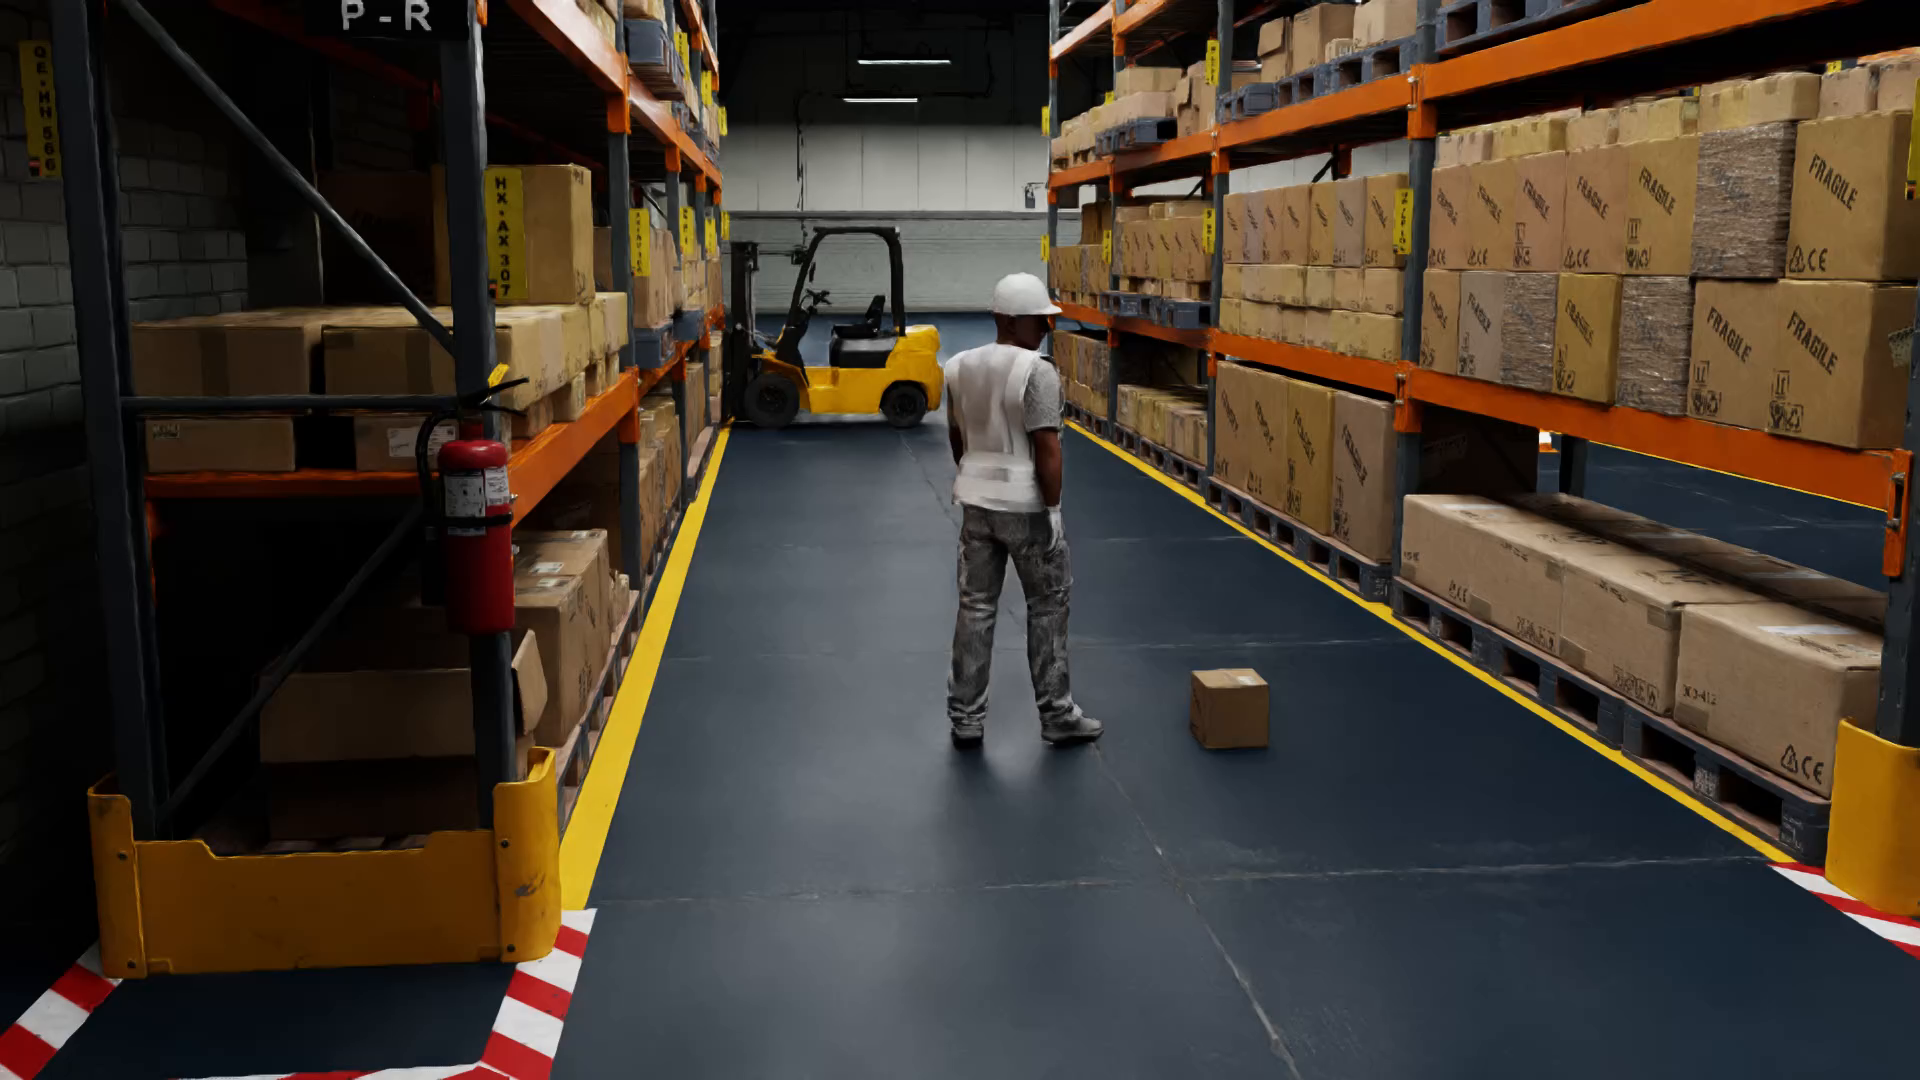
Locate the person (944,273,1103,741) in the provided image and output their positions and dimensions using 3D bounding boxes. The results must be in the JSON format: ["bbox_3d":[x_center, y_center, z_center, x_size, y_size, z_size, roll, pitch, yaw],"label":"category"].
[{"bbox_3d":[0.210,-0.119,6.397,0.593,1.796,0.505,7,12,35],"label":"person"}]
